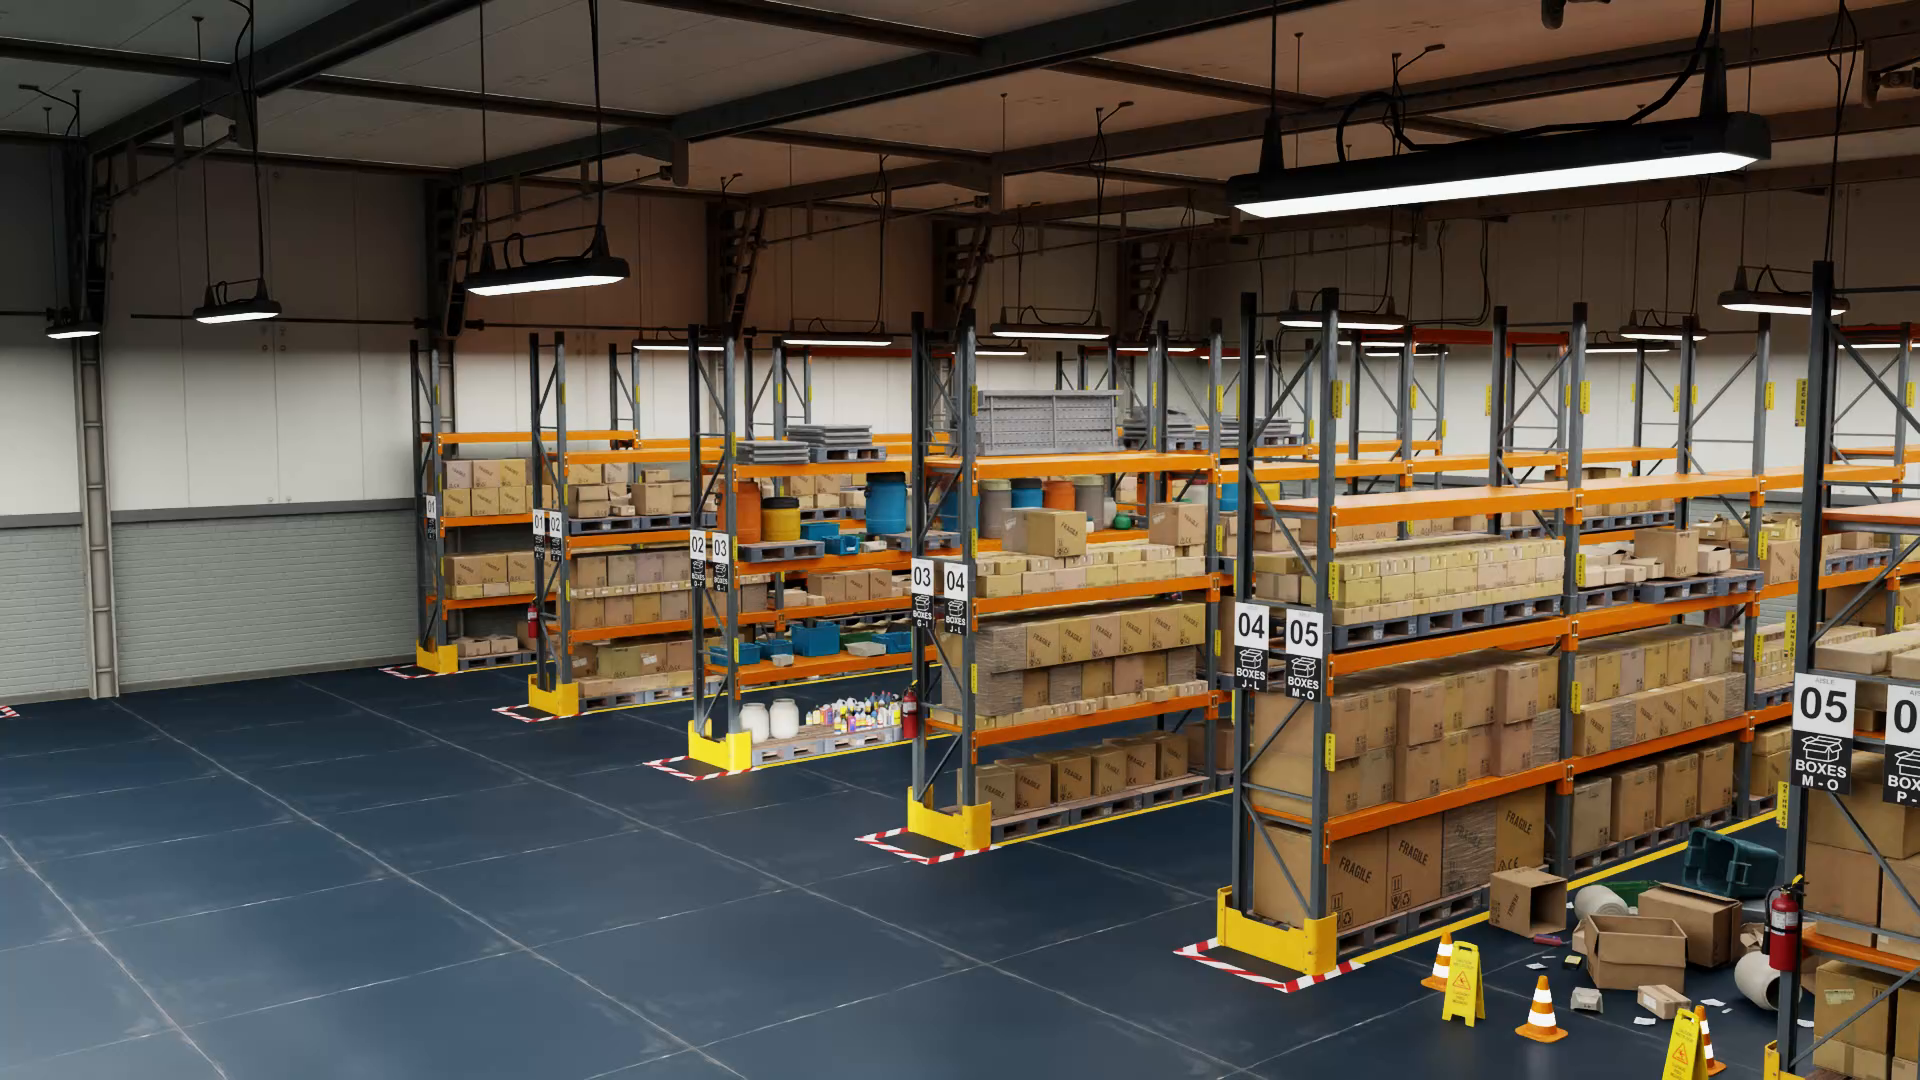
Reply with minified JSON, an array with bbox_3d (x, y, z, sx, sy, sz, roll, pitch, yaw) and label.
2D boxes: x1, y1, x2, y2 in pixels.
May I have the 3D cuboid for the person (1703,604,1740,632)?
[{"bbox_3d":[13.622,1.517,29.791,0.550,1.753,0.868,0,5,1],"label":"person"}]
